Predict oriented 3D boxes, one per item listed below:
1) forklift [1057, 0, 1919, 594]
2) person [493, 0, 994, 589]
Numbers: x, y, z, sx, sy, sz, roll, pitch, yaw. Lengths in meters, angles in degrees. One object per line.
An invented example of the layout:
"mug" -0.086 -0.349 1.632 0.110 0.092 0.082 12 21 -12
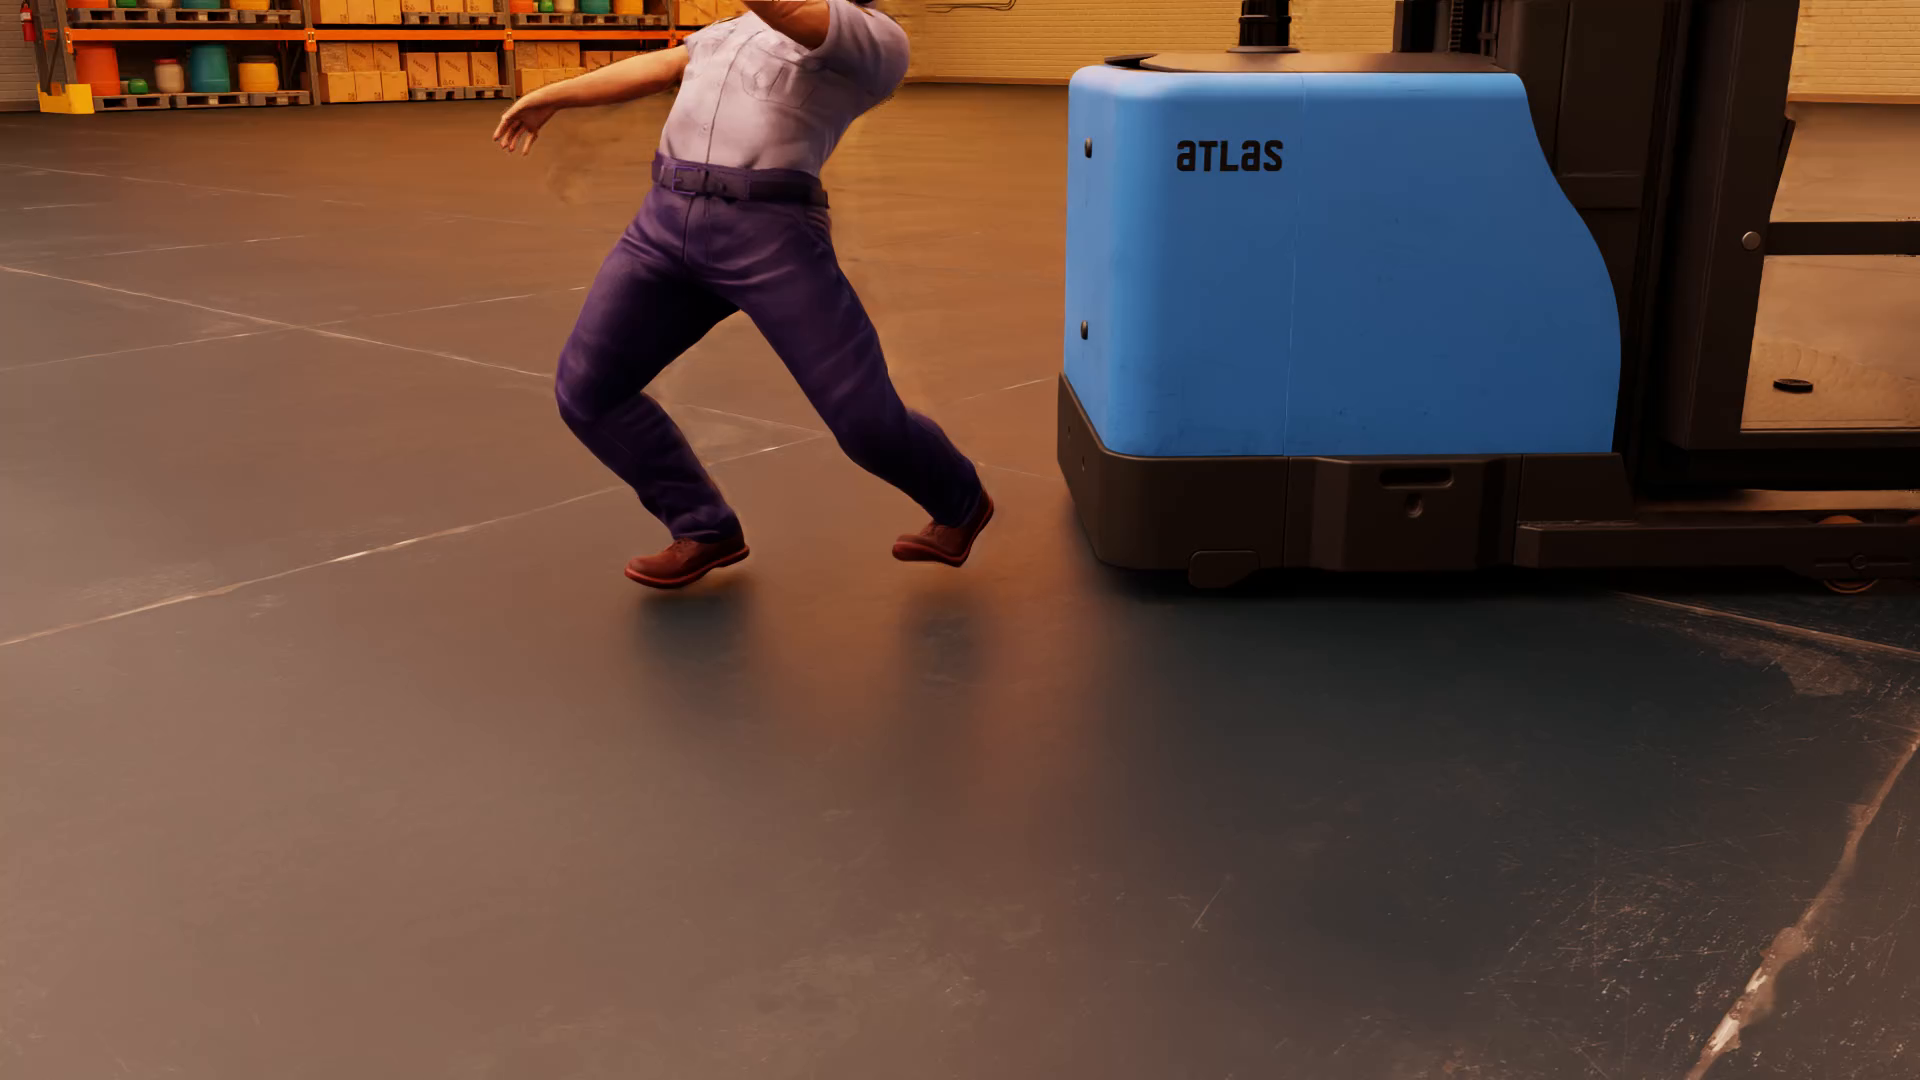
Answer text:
"forklift" 1.789 -1.440 3.641 3.031 2.935 1.130 -1 17 -2
"person" -0.492 -0.597 3.413 0.976 1.405 0.723 9 19 28
